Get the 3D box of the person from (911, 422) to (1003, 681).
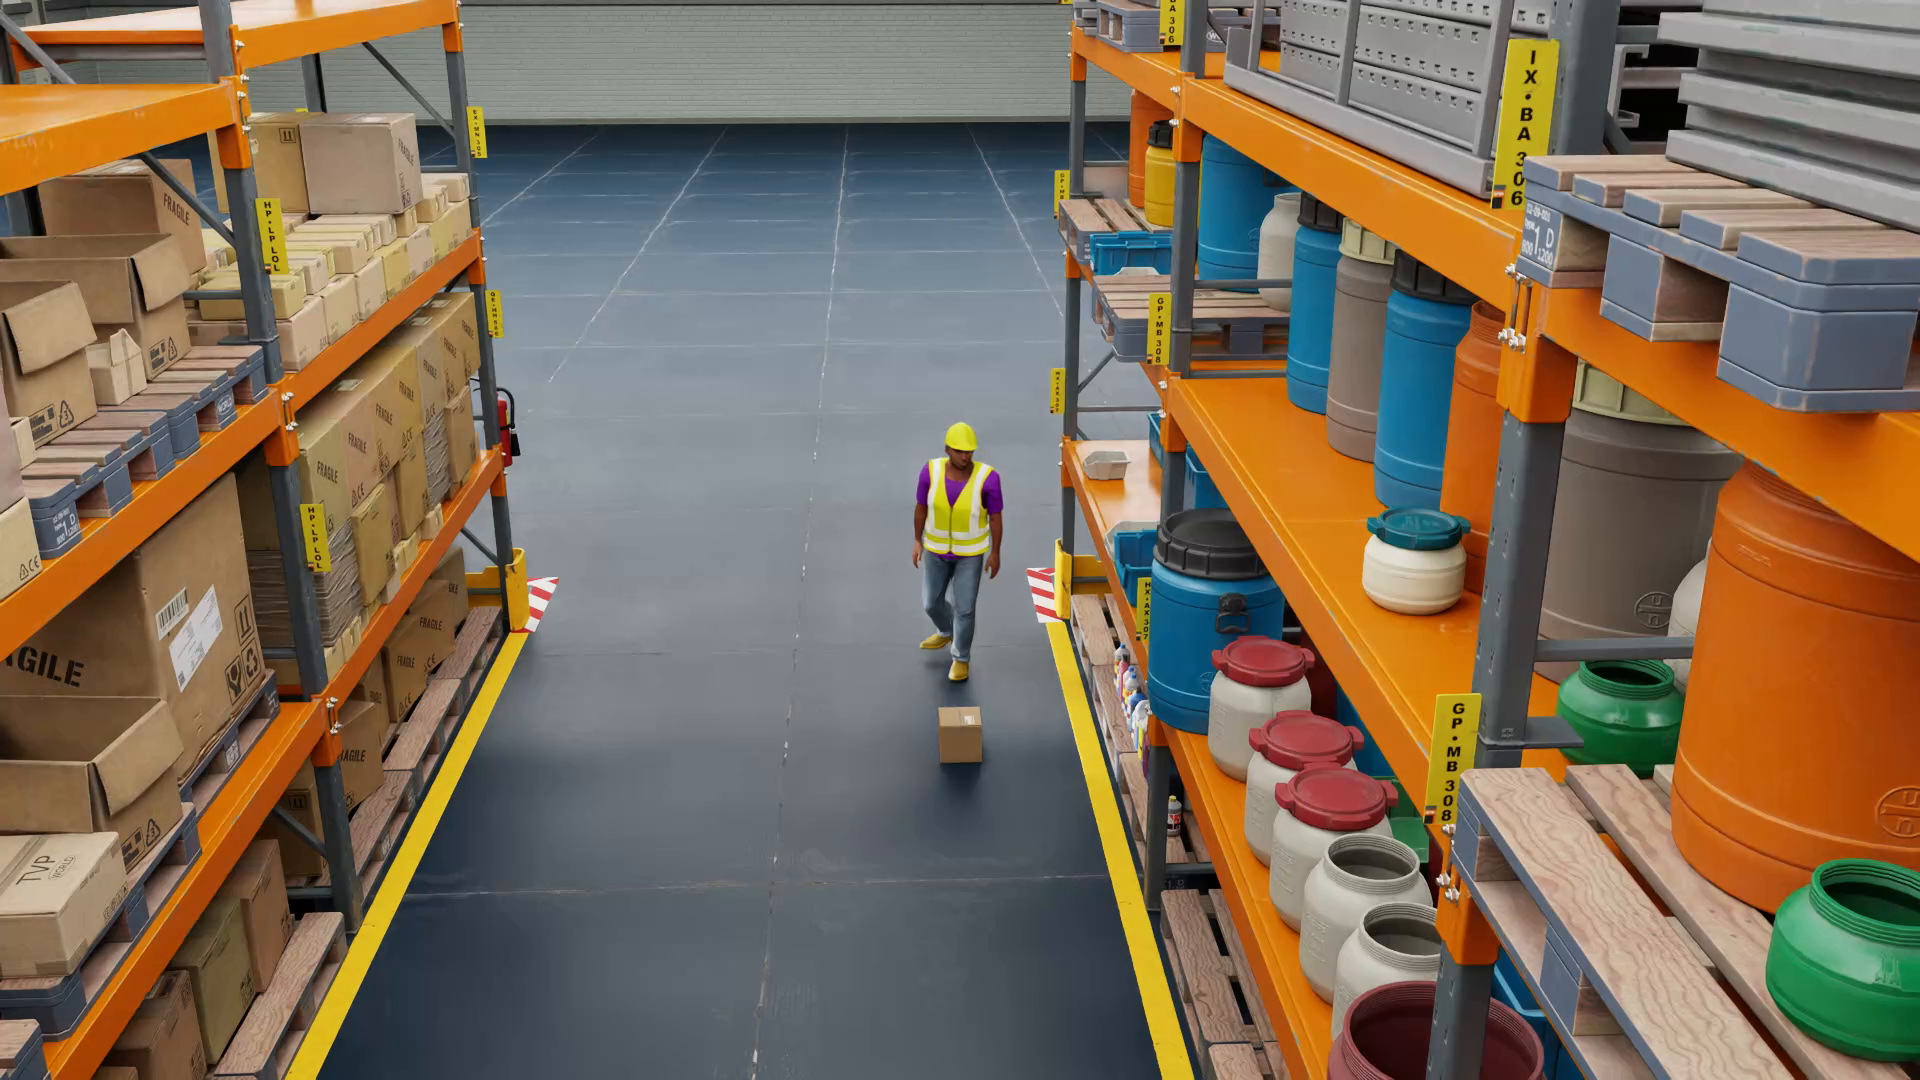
[{"bbox_3d":[-0.014,0.042,10.930,0.610,1.756,0.581,5,21,13],"label":"person"}]
